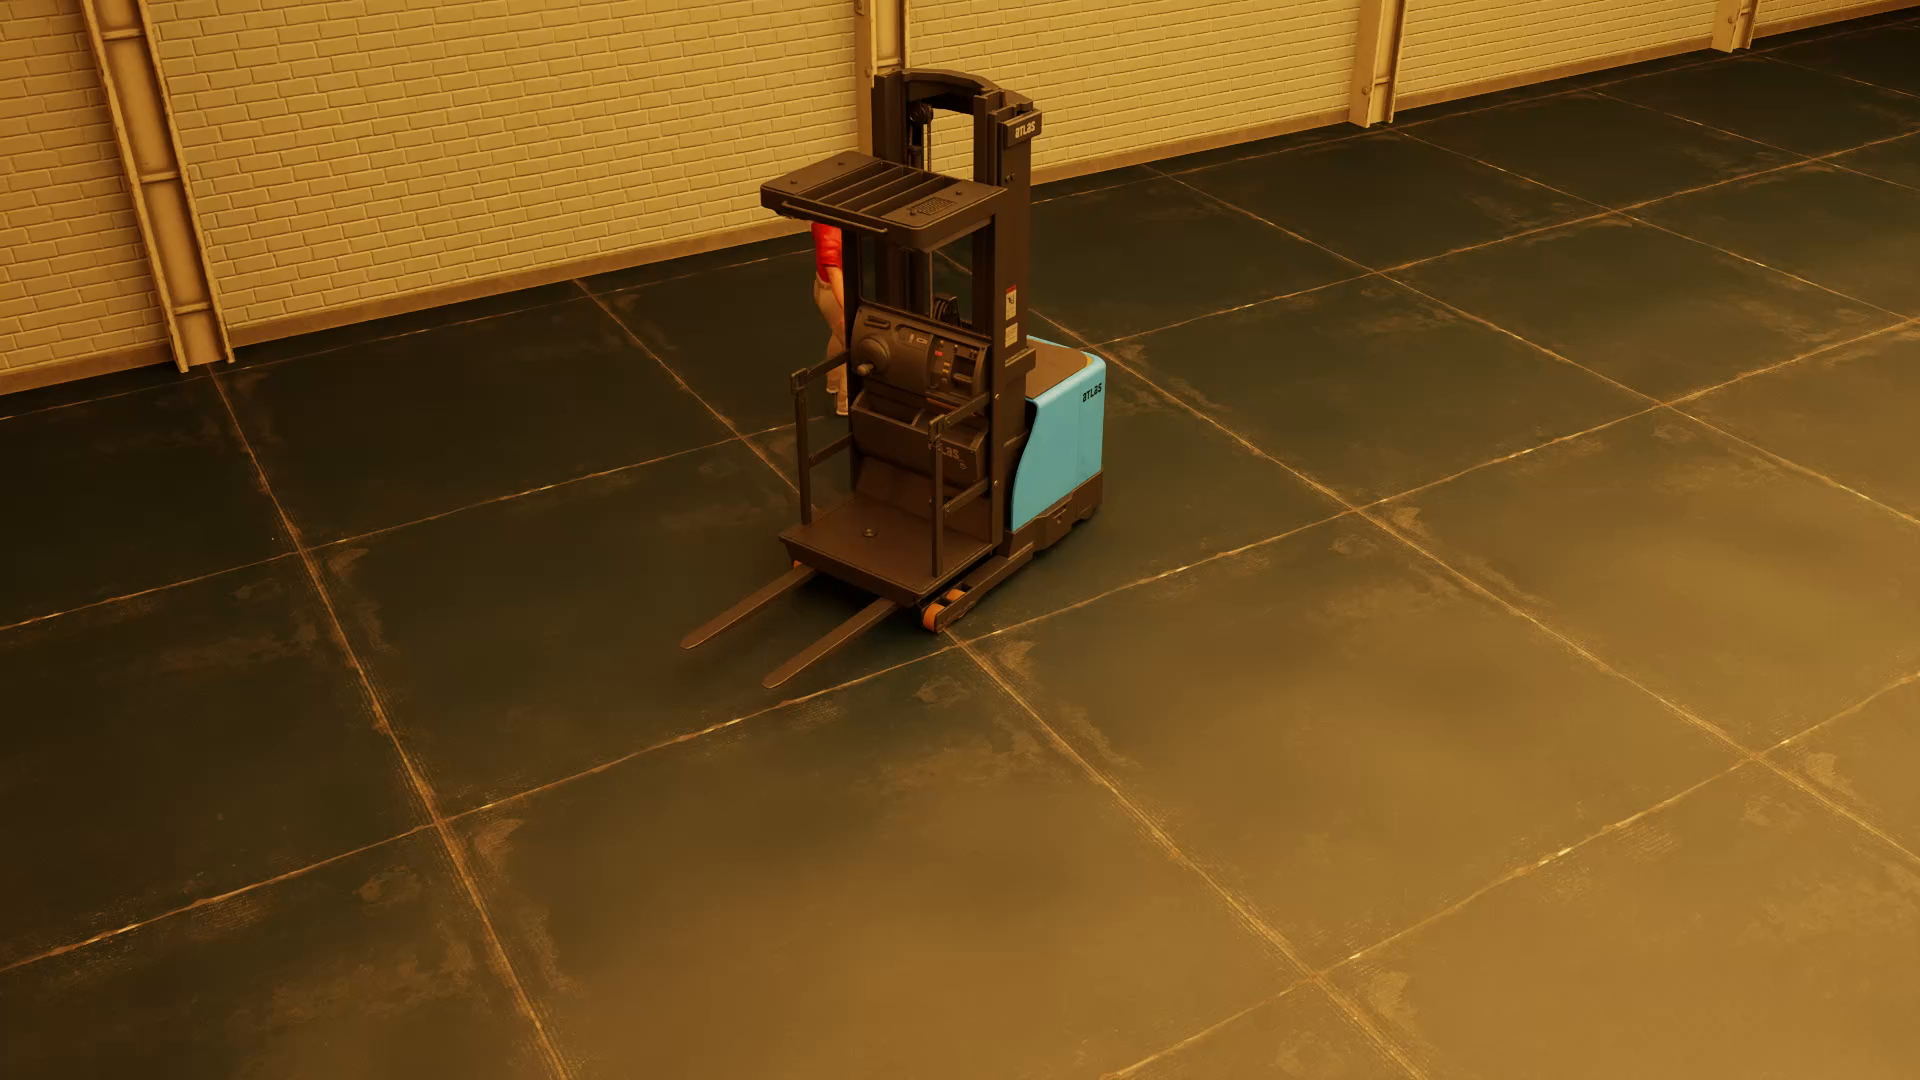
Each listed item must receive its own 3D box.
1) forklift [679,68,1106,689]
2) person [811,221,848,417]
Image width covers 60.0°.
[{"bbox_3d":[-0.365,-1.007,9.329,1.130,2.935,3.031,21,37,31],"label":"forklift"},{"bbox_3d":[-0.814,-1.736,11.722,0.416,1.721,0.708,-8,32,-13],"label":"person"}]
